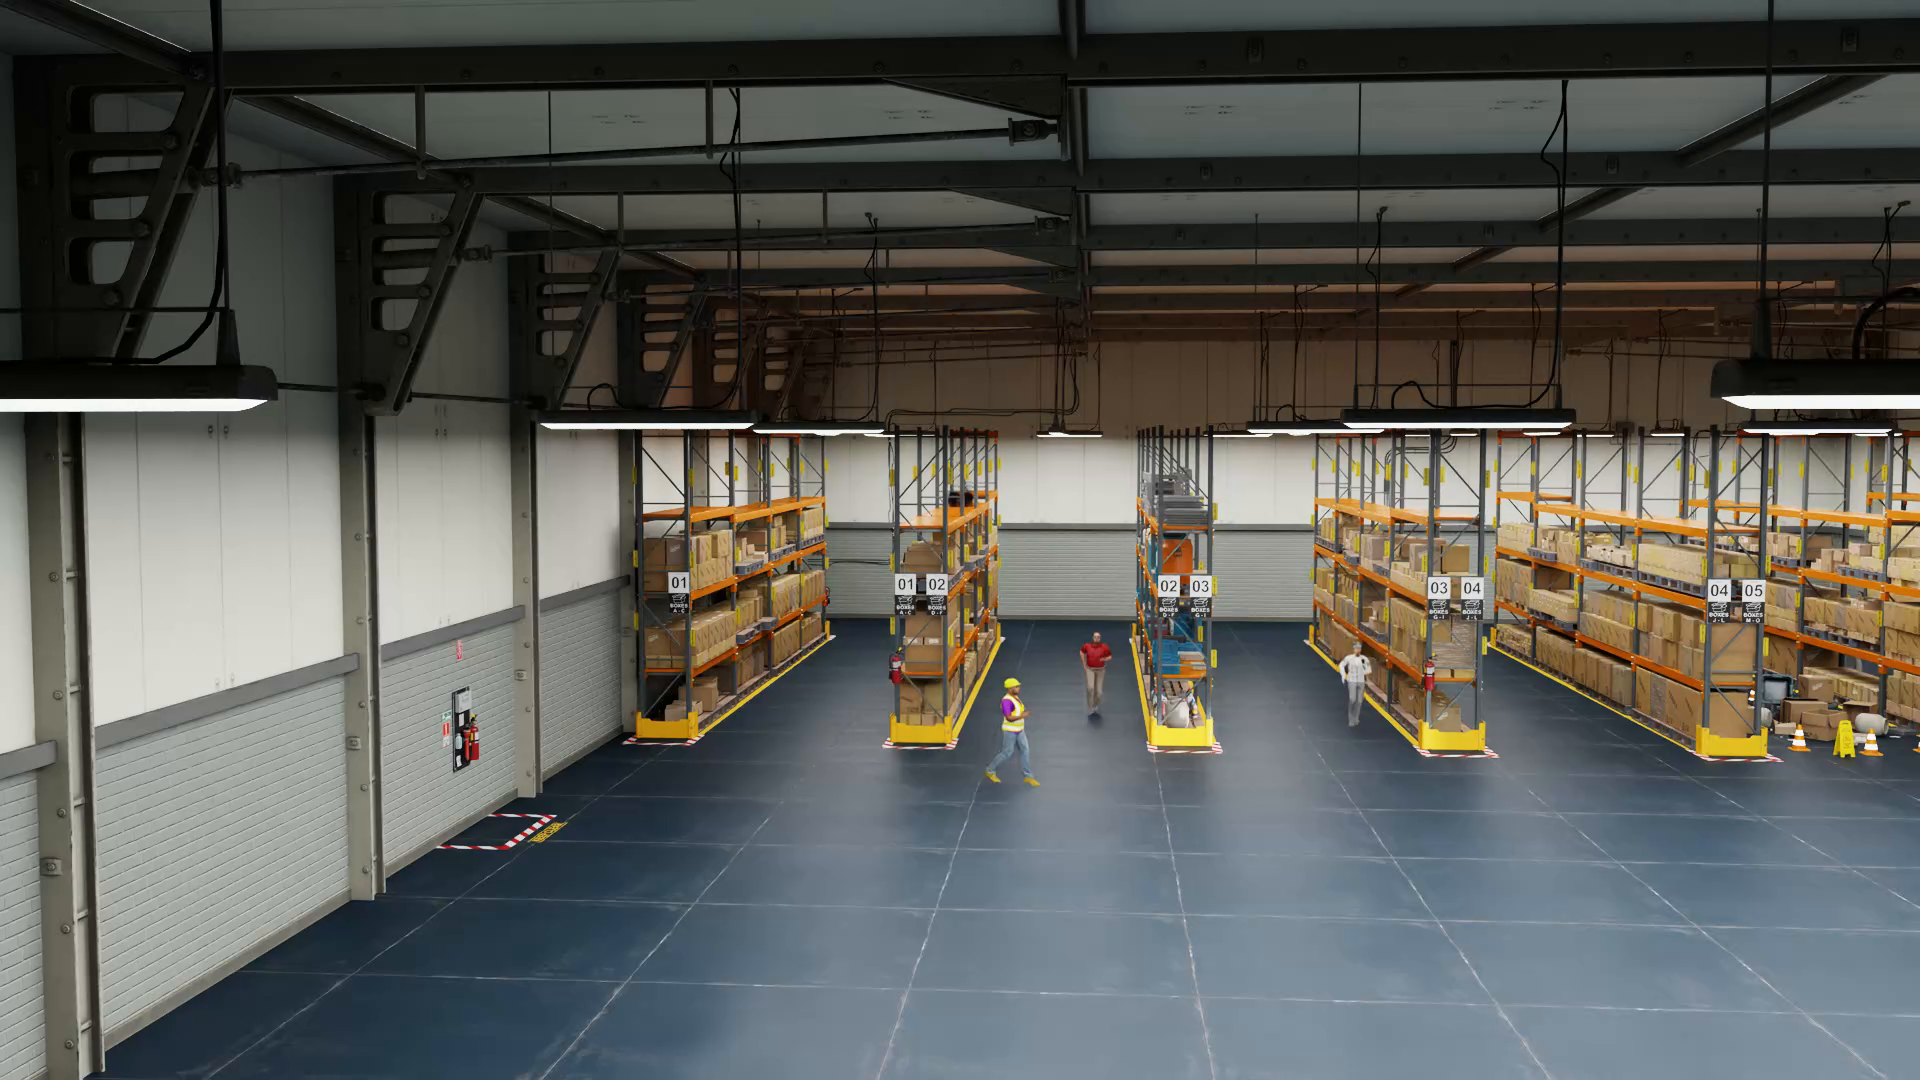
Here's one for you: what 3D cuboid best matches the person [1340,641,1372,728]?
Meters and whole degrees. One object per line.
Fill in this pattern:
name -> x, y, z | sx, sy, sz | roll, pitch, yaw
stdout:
person -> 7.926, 2.883, 33.261 | 0.582, 1.732, 0.714 | 0, 3, 2

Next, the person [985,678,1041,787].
person -> 0.873, 3.164, 27.427 | 0.939, 1.777, 0.690 | 1, 4, 23

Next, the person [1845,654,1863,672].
person -> 21.319, 2.448, 39.736 | 0.720, 1.834, 0.787 | 0, 3, 1

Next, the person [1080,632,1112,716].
person -> 2.844, 2.797, 34.727 | 0.641, 1.763, 0.796 | 0, 3, 0
